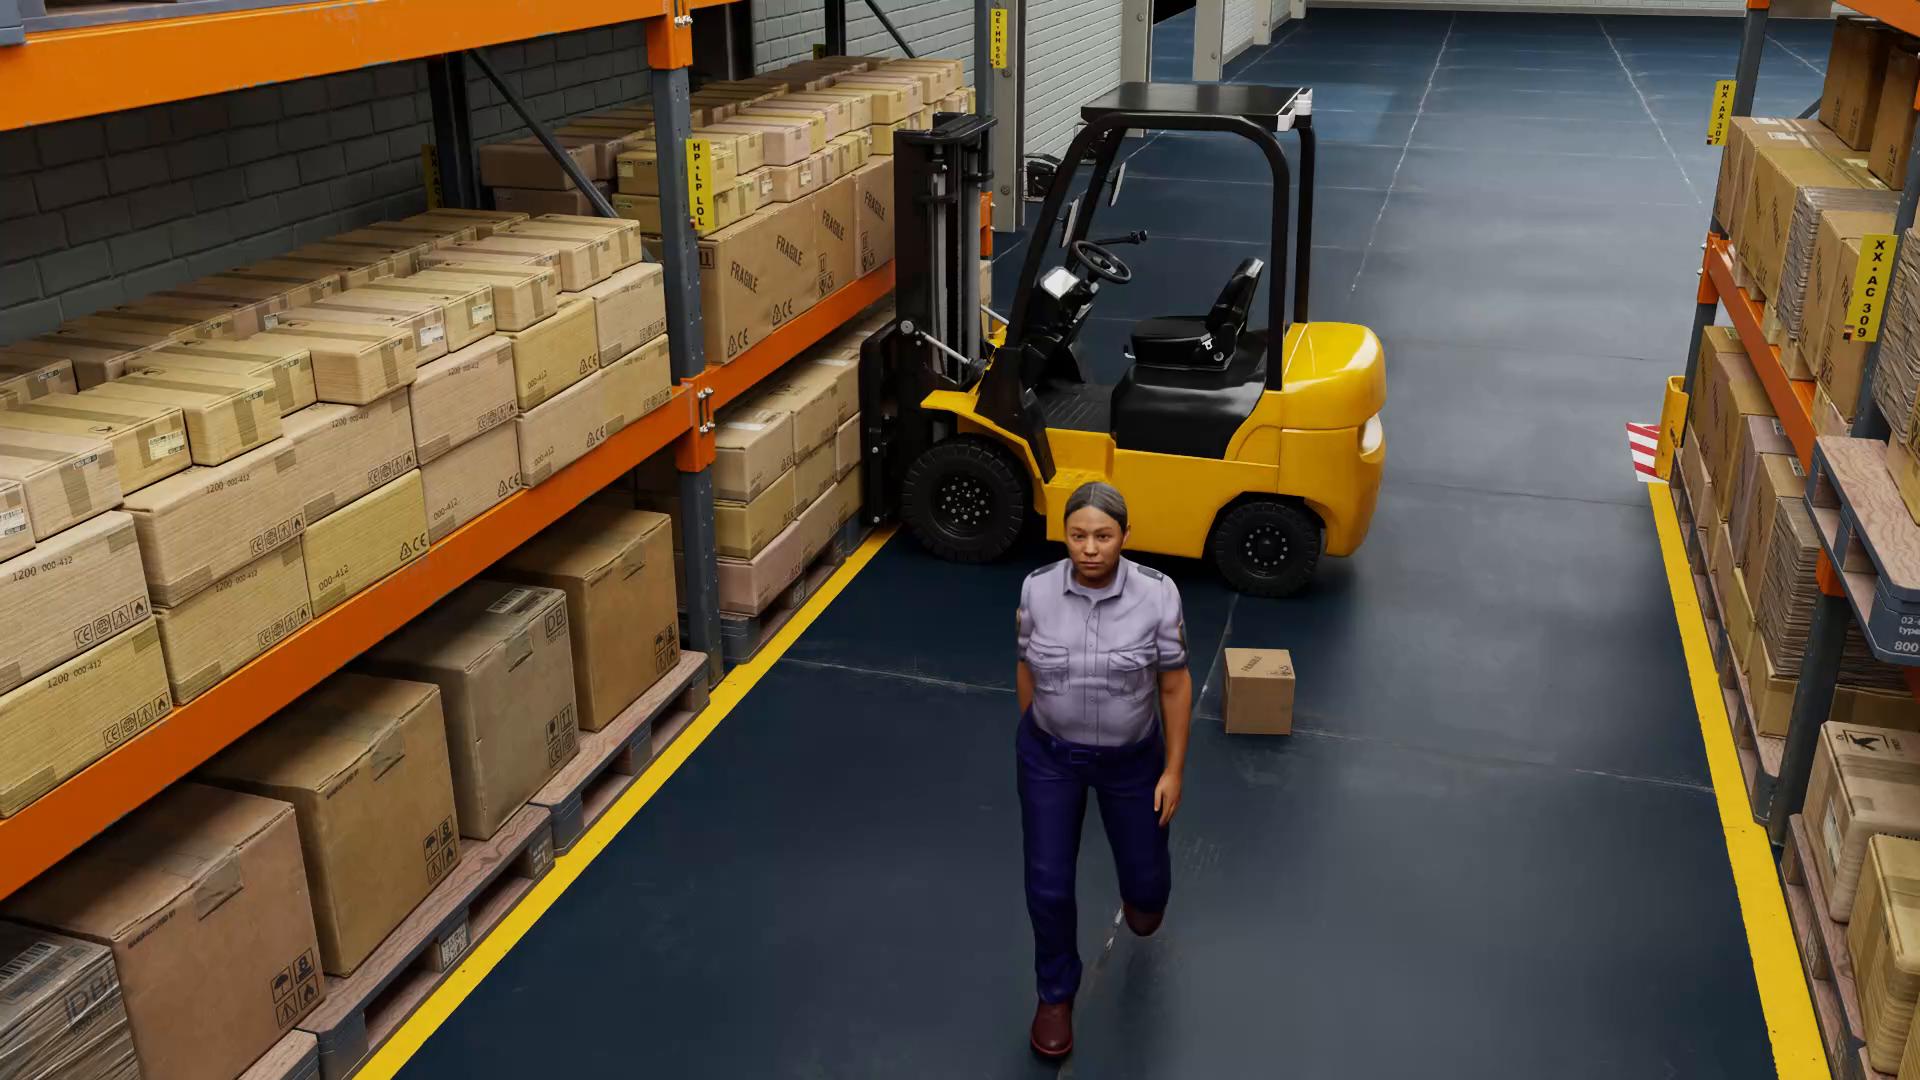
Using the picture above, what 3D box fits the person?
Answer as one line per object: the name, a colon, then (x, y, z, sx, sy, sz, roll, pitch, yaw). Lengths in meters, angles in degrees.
person: (0.392, 0.584, 4.631, 0.484, 1.628, 0.662, 3, 22, 8)
